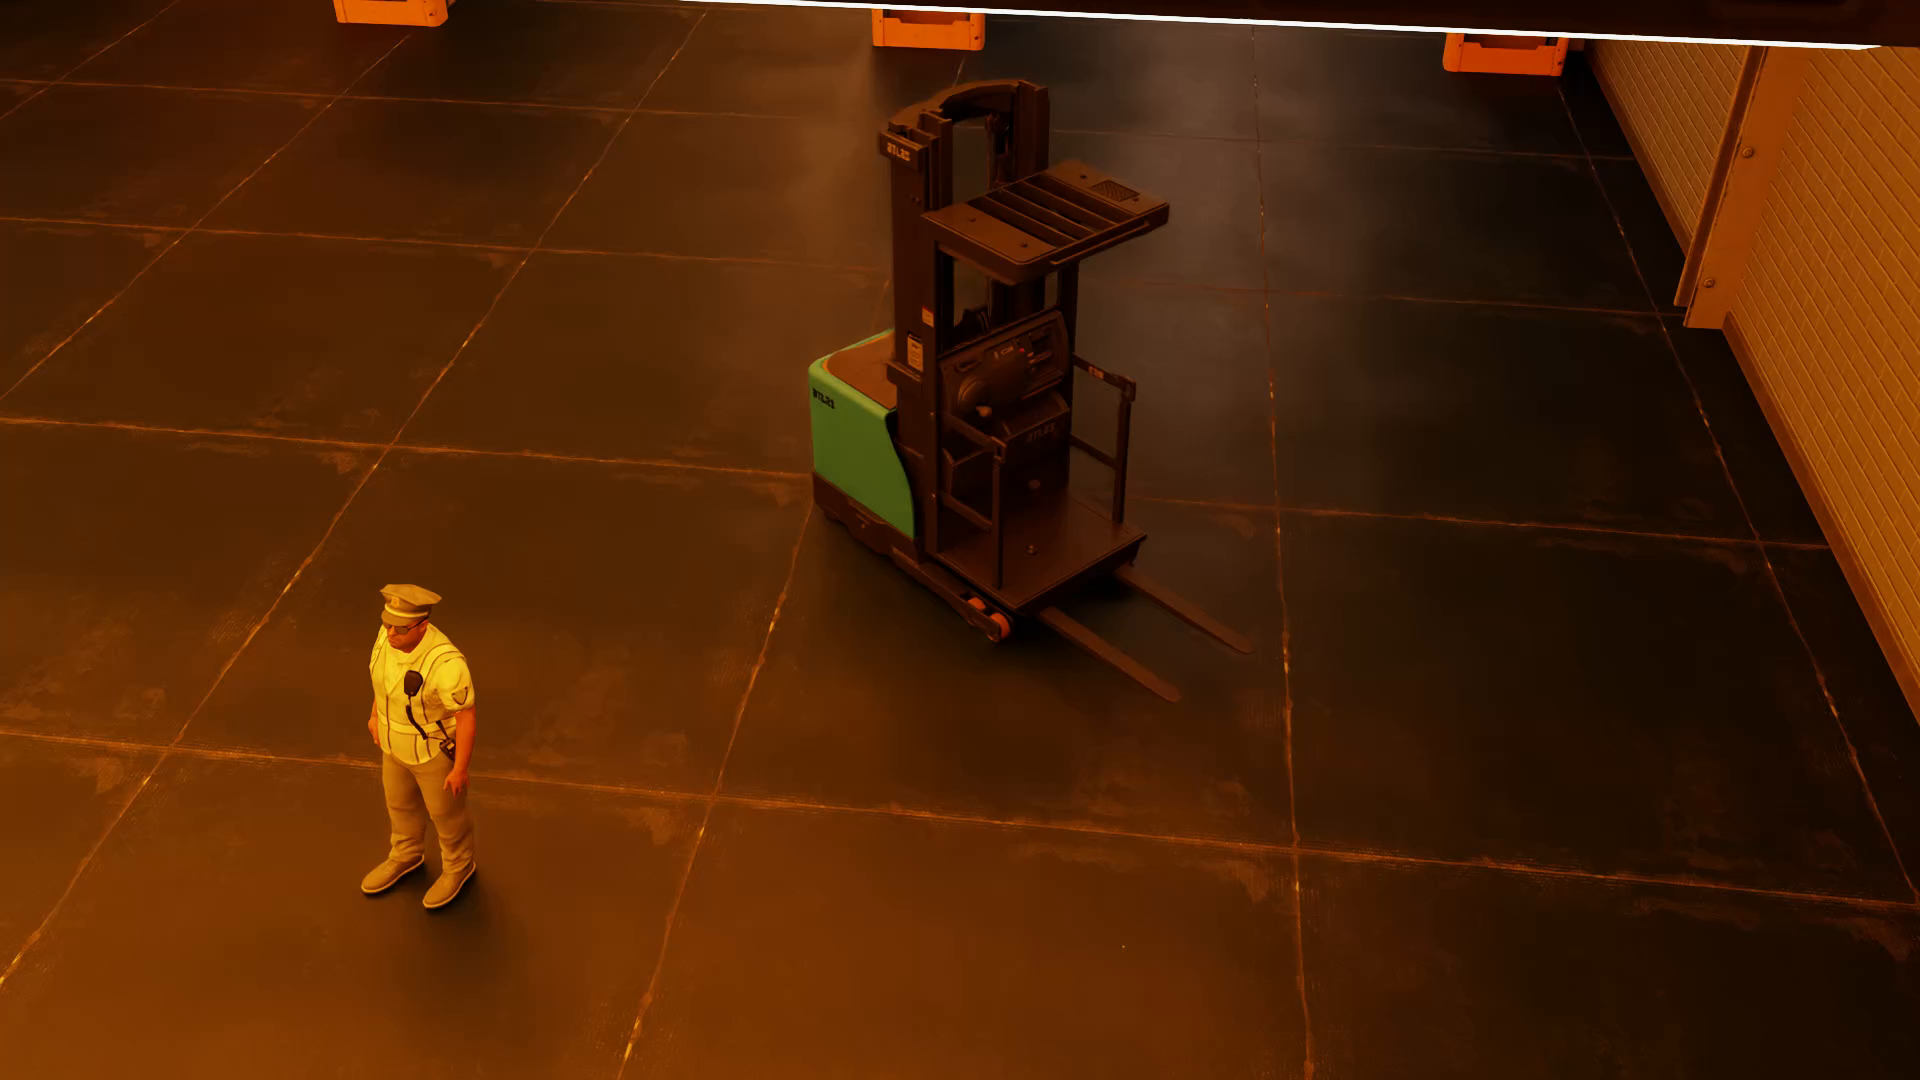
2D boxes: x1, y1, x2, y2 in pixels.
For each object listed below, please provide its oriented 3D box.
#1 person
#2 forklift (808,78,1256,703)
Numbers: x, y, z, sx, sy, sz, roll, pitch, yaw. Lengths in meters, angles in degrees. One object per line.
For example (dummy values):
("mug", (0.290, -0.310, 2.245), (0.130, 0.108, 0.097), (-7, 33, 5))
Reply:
("person", (-2.537, 0.965, 7.677), (0.639, 1.781, 0.575), (23, 42, 28))
("forklift", (0.403, -0.930, 9.291), (1.130, 2.935, 3.031), (-28, 45, -32))
